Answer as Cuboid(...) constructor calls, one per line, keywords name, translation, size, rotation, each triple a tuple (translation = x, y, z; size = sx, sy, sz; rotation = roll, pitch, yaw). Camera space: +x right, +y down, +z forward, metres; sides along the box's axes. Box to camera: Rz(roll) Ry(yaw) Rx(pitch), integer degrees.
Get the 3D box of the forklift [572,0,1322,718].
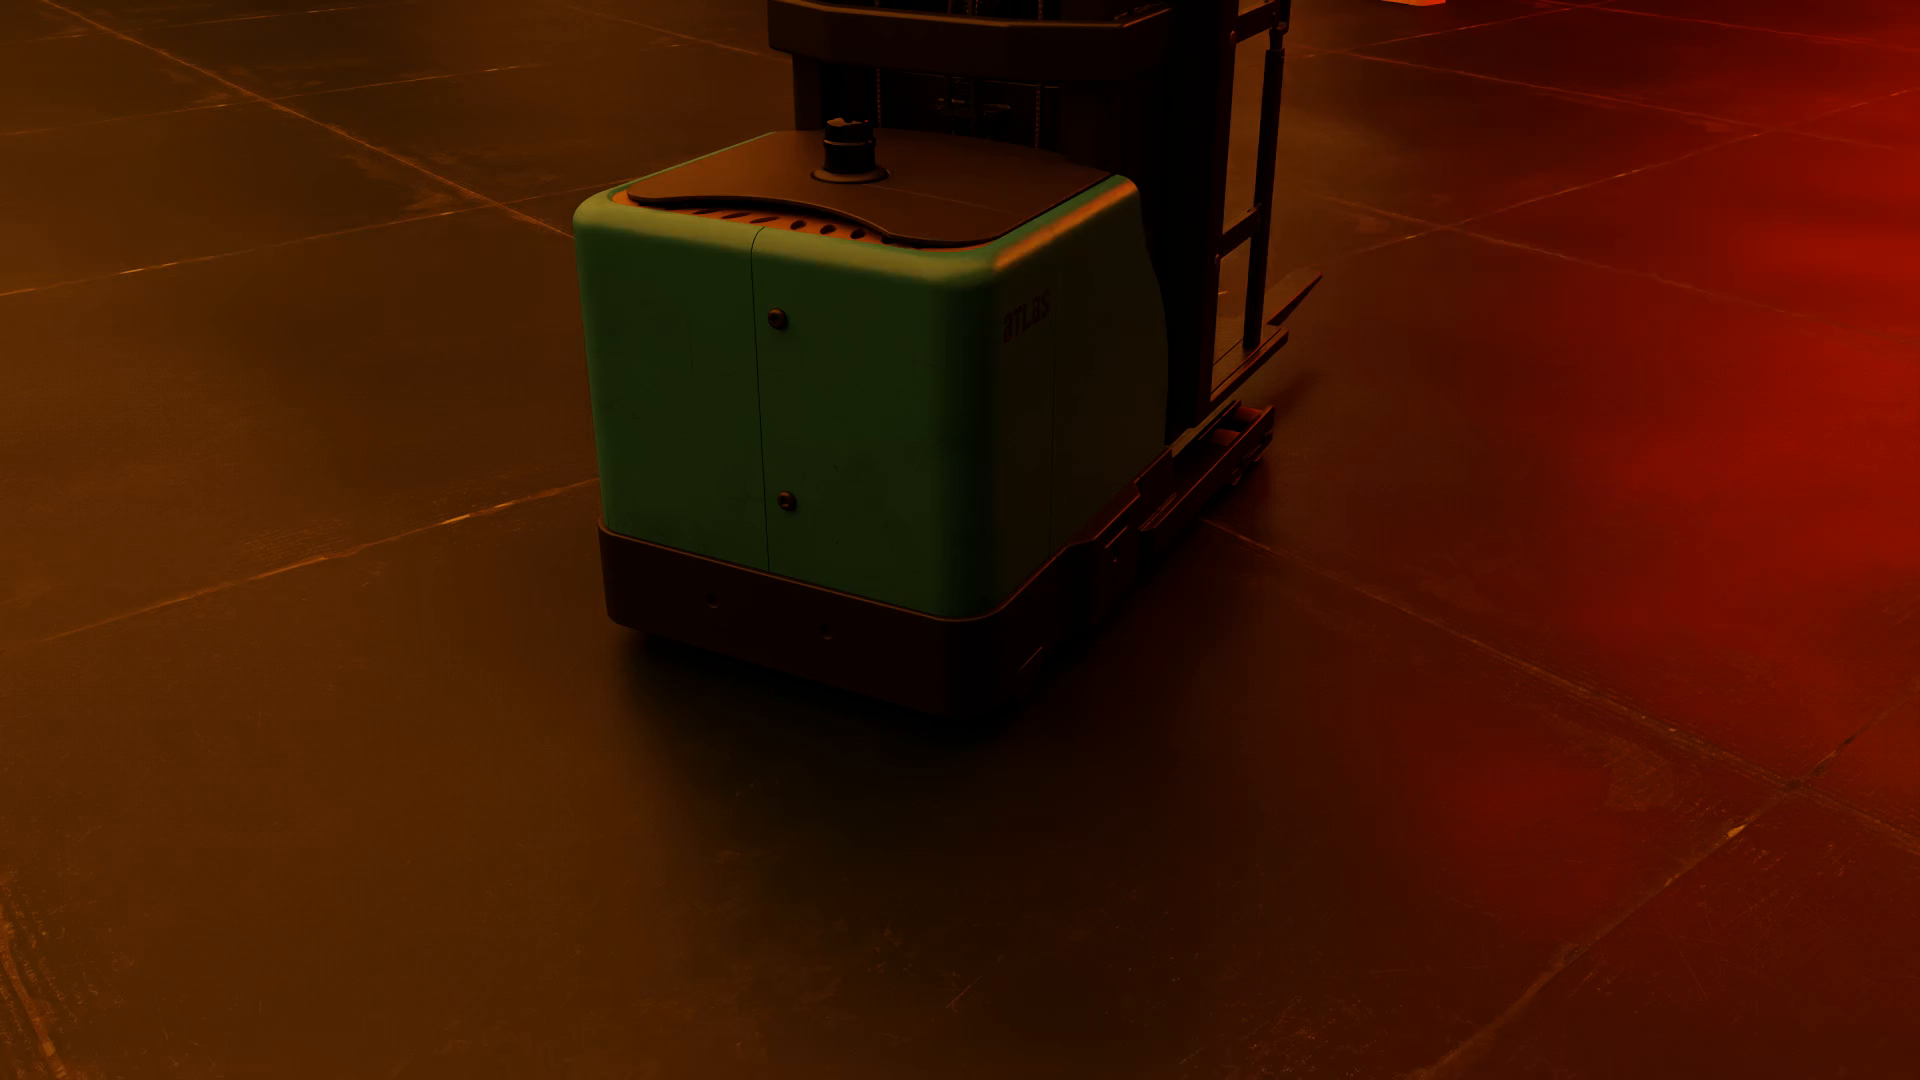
Cuboid(name="forklift", translation=(0.285, -1.552, 4.331), size=(1.130, 2.935, 3.031), rotation=(13, 29, 25))
